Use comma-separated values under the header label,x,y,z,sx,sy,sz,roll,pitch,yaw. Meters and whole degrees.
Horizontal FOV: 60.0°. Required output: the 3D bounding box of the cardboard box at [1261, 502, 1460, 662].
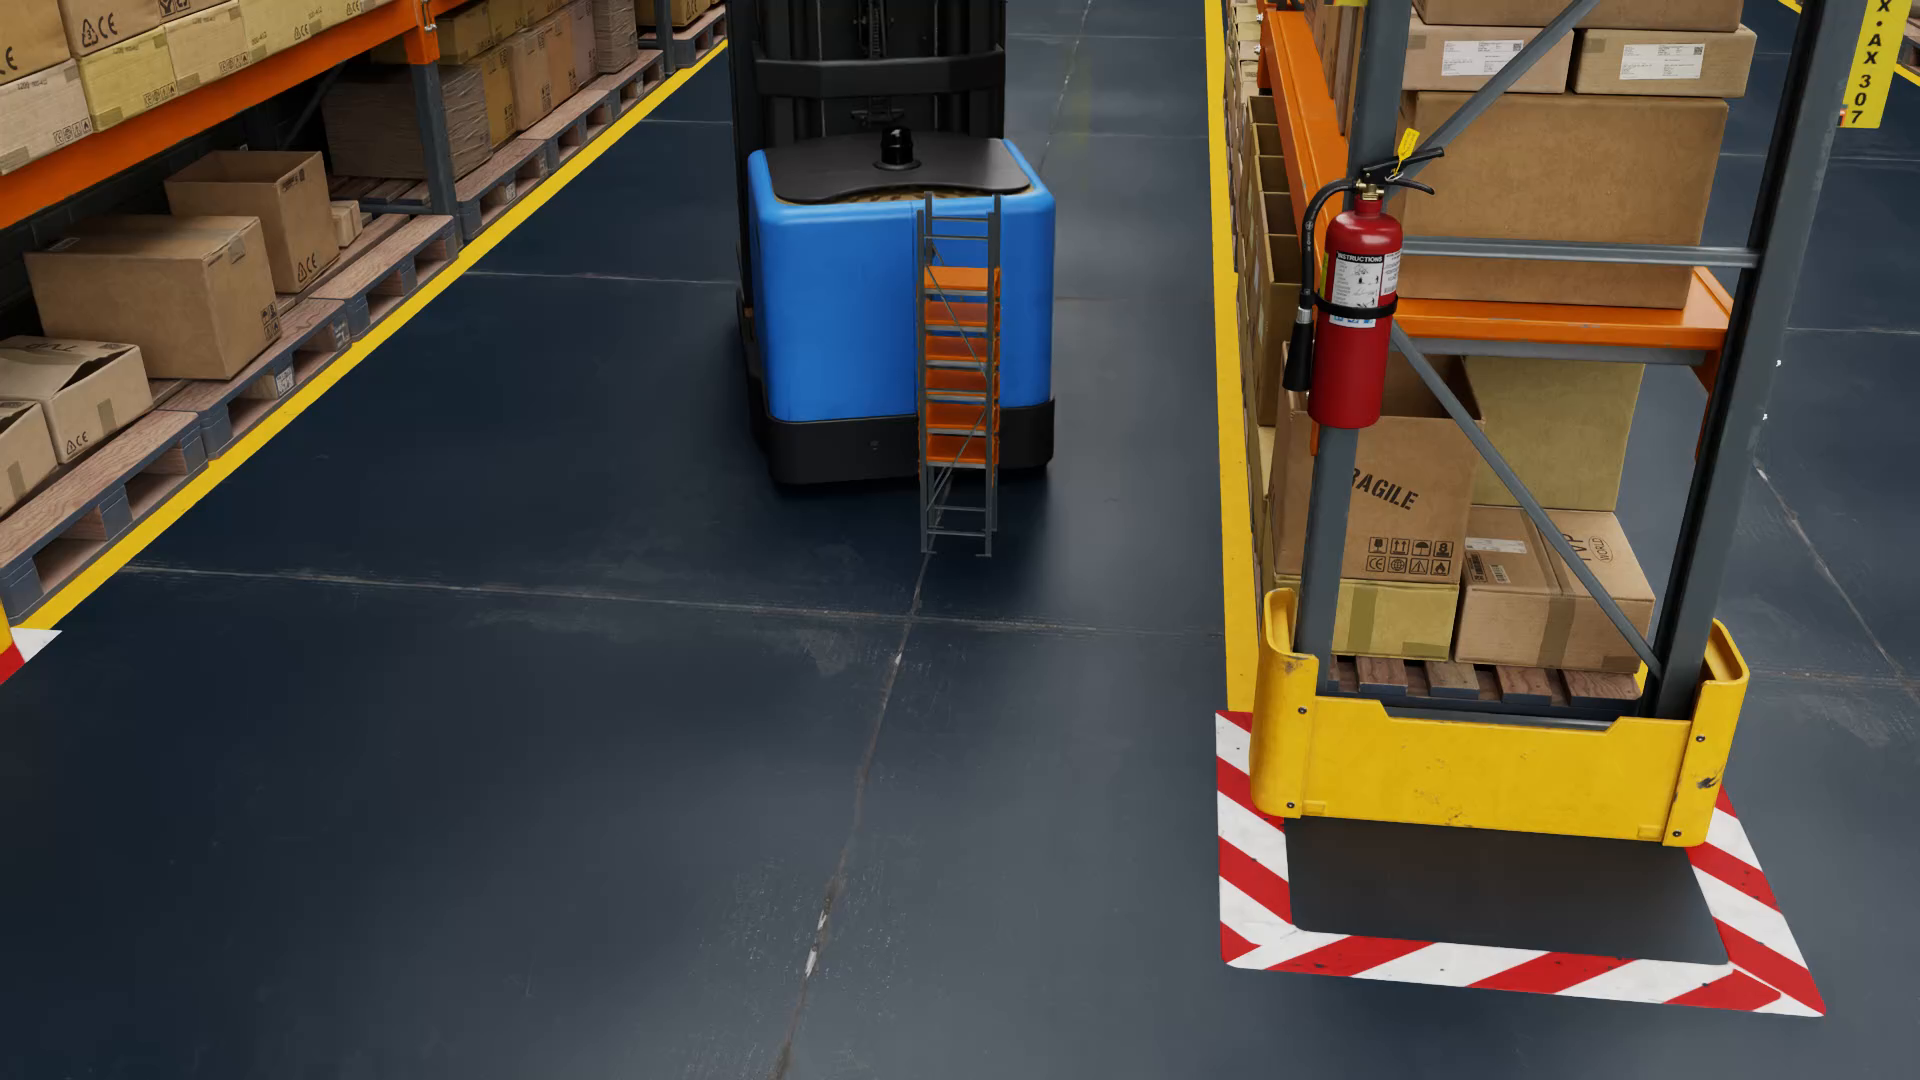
label,x,y,z,sx,sy,sz,roll,pitch,yaw
cardboard box,1.151,0.103,4.852,0.500,0.250,0.500,3,28,6

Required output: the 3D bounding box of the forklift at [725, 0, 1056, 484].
label,x,y,z,sx,sy,sz,roll,pitch,yaw
forklift,-0.406,-2.168,6.685,1.130,2.935,3.031,-5,29,-8

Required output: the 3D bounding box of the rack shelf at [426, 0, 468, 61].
label,x,y,z,sx,sy,sz,roll,pitch,yaw
rack shelf,-2.803,-3.446,9.743,1.077,0.370,4.000,3,28,6

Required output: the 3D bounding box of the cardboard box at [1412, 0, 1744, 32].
label,x,y,z,sx,sy,sz,roll,pitch,yaw
cardboard box,1.455,-1.512,3.920,0.700,0.500,0.500,3,29,6

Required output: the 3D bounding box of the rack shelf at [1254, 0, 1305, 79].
label,x,y,z,sx,sy,sz,roll,pitch,yaw
rack shelf,2.113,-3.160,9.212,1.077,0.370,4.000,3,28,6

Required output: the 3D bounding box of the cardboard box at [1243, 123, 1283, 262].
label,x,y,z,sx,sy,sz,roll,pitch,yaw
cardboard box,1.447,-1.404,6.859,0.500,0.500,0.500,3,28,6

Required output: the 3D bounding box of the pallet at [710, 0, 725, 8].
label,x,y,z,sx,sy,sz,roll,pitch,yaw
pallet,-2.235,-4.416,13.725,1.003,0.211,1.213,3,28,6

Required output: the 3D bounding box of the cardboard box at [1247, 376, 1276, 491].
label,x,y,z,sx,sy,sz,roll,pitch,yaw
cardboard box,1.260,-0.368,5.727,0.500,0.250,0.500,3,28,6

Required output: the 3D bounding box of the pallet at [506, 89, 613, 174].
label,x,y,z,sx,sy,sz,roll,pitch,yaw
pallet,-2.808,-2.536,10.235,1.003,0.211,1.213,3,28,6

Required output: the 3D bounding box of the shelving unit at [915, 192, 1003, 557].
label,x,y,z,sx,sy,sz,roll,pitch,yaw
shelving unit,-0.002,-0.521,5.453,0.258,1.200,0.189,3,28,6

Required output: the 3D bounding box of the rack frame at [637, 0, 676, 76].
label,x,y,z,sx,sy,sz,roll,pitch,yaw
rack frame,-2.558,-4.704,11.320,1.000,3.000,0.127,3,28,6

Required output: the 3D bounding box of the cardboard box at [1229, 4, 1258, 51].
label,x,y,z,sx,sy,sz,roll,pitch,yaw
cardboard box,1.947,-3.162,10.322,0.500,0.311,0.500,3,28,5

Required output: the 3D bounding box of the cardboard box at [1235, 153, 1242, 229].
label,x,y,z,sx,sy,sz,roll,pitch,yaw
cardboard box,1.631,-1.722,8.240,0.500,0.250,0.500,3,28,6

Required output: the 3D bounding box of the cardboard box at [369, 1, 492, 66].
label,x,y,z,sx,sy,sz,roll,pitch,yaw
cardboard box,-2.924,-2.800,9.165,0.500,0.250,0.500,3,28,5

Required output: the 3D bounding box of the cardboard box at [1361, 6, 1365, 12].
label,x,y,z,sx,sy,sz,roll,pitch,yaw
cardboard box,1.331,-1.535,4.647,0.380,0.149,0.250,4,29,7

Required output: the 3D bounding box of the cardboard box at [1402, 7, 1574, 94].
label,x,y,z,sx,sy,sz,roll,pitch,yaw
cardboard box,1.236,-1.173,3.975,0.380,0.149,0.250,3,28,5

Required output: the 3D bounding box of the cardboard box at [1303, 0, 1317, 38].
label,x,y,z,sx,sy,sz,roll,pitch,yaw
cardboard box,1.820,-2.370,6.881,0.700,0.500,0.500,3,28,5

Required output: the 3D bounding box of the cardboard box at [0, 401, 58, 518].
label,x,y,z,sx,sy,sz,roll,pitch,yaw
cardboard box,-3.364,-0.269,5.458,0.500,0.311,0.500,0,28,0

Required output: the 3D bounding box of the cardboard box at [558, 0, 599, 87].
label,x,y,z,sx,sy,sz,roll,pitch,yaw
cardboard box,-2.773,-3.220,10.736,0.700,0.500,0.500,3,28,6

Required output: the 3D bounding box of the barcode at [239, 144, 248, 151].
label,x,y,z,sx,sy,sz,roll,pitch,yaw
barcode,-3.353,-1.815,7.791,0.001,0.075,0.075,3,28,6

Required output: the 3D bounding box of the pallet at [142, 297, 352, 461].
label,x,y,z,sx,sy,sz,roll,pitch,yaw
pallet,-3.243,-0.700,6.826,1.003,0.211,1.213,3,28,6

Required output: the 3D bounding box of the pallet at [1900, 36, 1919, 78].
label,x,y,z,sx,sy,sz,roll,pitch,yaw
pallet,7.329,-3.275,11.606,1.003,0.211,1.213,3,28,6

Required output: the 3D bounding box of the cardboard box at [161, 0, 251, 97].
label,x,y,z,sx,sy,sz,roll,pitch,yaw
cardboard box,-2.982,-1.815,6.094,0.500,0.250,0.500,4,29,7

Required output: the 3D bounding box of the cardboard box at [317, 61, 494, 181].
label,x,y,z,sx,sy,sz,roll,pitch,yaw
cardboard box,-2.975,-2.262,8.958,0.700,0.500,0.500,4,29,8

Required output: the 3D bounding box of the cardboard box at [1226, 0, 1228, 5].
label,x,y,z,sx,sy,sz,roll,pitch,yaw
cardboard box,2.362,-4.456,13.031,0.500,0.500,0.500,2,28,4

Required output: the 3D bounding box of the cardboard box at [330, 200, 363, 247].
label,x,y,z,sx,sy,sz,roll,pitch,yaw
cardboard box,-3.084,-1.514,7.922,0.380,0.166,0.250,0,28,0

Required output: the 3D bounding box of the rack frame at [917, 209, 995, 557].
label,x,y,z,sx,sy,sz,roll,pitch,yaw
rack frame,-0.013,-0.478,5.373,0.240,1.200,0.006,3,28,6

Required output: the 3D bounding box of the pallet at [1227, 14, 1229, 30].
label,x,y,z,sx,sy,sz,roll,pitch,yaw
pallet,2.639,-4.112,13.161,1.003,0.211,1.213,3,28,6

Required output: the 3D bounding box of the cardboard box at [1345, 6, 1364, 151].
label,x,y,z,sx,sy,sz,roll,pitch,yaw
cardboard box,1.574,-1.396,5.074,0.700,0.500,0.500,4,29,7

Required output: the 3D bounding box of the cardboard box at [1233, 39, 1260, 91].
label,x,y,z,sx,sy,sz,roll,pitch,yaw
cardboard box,1.820,-2.680,9.428,0.500,0.311,0.500,3,28,6

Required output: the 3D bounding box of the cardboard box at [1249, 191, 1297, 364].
label,x,y,z,sx,sy,sz,roll,pitch,yaw
cardboard box,1.319,-0.934,5.986,0.500,0.500,0.500,3,28,6

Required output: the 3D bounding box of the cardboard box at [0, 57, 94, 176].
label,x,y,z,sx,sy,sz,roll,pitch,yaw
cardboard box,-3.114,-1.338,5.208,0.500,0.250,0.500,2,28,5

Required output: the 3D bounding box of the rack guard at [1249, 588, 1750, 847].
label,x,y,z,sx,sy,sz,roll,pitch,yaw
rack guard,1.375,0.459,4.370,1.175,0.500,0.348,3,28,6

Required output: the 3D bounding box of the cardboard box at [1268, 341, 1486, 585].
label,x,y,z,sx,sy,sz,roll,pitch,yaw
cardboard box,1.149,-0.227,4.674,0.500,0.500,0.500,3,28,6

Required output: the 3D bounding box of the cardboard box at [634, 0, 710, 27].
label,x,y,z,sx,sy,sz,roll,pitch,yaw
cardboard box,-2.338,-4.281,12.358,0.750,0.750,0.750,3,28,6

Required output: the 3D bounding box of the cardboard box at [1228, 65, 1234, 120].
label,x,y,z,sx,sy,sz,roll,pitch,yaw
cardboard box,1.884,-2.681,10.021,0.500,0.250,0.500,3,28,5

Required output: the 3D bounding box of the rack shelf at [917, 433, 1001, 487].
label,x,y,z,sx,sy,sz,roll,pitch,yaw
rack shelf,-0.002,-0.271,5.588,0.258,0.103,0.180,3,28,6

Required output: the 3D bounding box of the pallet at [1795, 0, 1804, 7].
label,x,y,z,sx,sy,sz,roll,pitch,yaw
pallet,7.628,-4.423,13.738,1.003,0.211,1.213,3,28,6

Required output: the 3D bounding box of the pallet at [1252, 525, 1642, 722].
label,x,y,z,sx,sy,sz,roll,pitch,yaw
pallet,1.430,0.213,5.133,1.003,0.211,1.213,3,28,6

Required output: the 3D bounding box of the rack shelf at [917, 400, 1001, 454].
label,x,y,z,sx,sy,sz,roll,pitch,yaw
rack shelf,-0.002,-0.377,5.531,0.258,0.103,0.180,3,28,6

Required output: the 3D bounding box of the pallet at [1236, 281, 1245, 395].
label,x,y,z,sx,sy,sz,roll,pitch,yaw
pallet,1.729,-0.936,7.265,1.003,0.211,1.213,3,28,6

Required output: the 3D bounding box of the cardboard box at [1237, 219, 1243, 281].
label,x,y,z,sx,sy,sz,roll,pitch,yaw
cardboard box,1.511,-1.309,7.474,0.500,0.250,0.500,3,28,6

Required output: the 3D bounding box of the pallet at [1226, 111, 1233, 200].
label,x,y,z,sx,sy,sz,roll,pitch,yaw
pallet,2.067,-2.233,9.672,1.003,0.211,1.213,3,28,6

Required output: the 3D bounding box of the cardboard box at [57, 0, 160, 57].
label,x,y,z,sx,sy,sz,roll,pitch,yaw
cardboard box,-3.042,-1.894,5.449,0.500,0.500,0.500,2,28,5

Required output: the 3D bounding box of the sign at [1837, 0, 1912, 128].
label,x,y,z,sx,sy,sz,roll,pitch,yaw
sign,1.928,-1.033,3.509,0.100,0.325,0.005,3,28,6

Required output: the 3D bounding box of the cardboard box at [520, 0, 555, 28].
label,x,y,z,sx,sy,sz,roll,pitch,yaw
cardboard box,-2.785,-3.279,10.054,0.500,0.250,0.500,3,28,6

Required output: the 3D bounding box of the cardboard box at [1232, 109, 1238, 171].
label,x,y,z,sx,sy,sz,roll,pitch,yaw
cardboard box,1.757,-2.201,9.128,0.500,0.250,0.500,4,29,7

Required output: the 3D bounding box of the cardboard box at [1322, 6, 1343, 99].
label,x,y,z,sx,sy,sz,roll,pitch,yaw
cardboard box,1.697,-1.886,5.982,0.700,0.500,0.500,4,29,7

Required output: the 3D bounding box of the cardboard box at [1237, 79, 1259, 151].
label,x,y,z,sx,sy,sz,roll,pitch,yaw
cardboard box,1.691,-2.209,8.553,0.500,0.311,0.500,4,29,8

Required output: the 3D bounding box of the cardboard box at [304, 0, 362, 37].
label,x,y,z,sx,sy,sz,roll,pitch,yaw
cardboard box,-2.875,-2.290,6.974,0.500,0.250,0.500,3,29,6

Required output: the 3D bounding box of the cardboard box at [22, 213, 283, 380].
label,x,y,z,sx,sy,sz,roll,pitch,yaw
cardboard box,-3.155,-0.963,6.547,0.700,0.500,0.500,2,28,3

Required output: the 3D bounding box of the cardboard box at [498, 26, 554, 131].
label,x,y,z,sx,sy,sz,roll,pitch,yaw
cardboard box,-2.859,-2.746,9.856,0.700,0.500,0.500,4,29,7

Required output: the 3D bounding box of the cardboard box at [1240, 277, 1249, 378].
label,x,y,z,sx,sy,sz,roll,pitch,yaw
cardboard box,1.378,-0.839,6.601,0.500,0.250,0.500,3,28,6

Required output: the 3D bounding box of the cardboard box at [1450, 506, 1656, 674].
label,x,y,z,sx,sy,sz,roll,pitch,yaw
cardboard box,1.665,0.134,4.796,0.500,0.250,0.500,3,28,6

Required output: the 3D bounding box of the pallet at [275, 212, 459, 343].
label,x,y,z,sx,sy,sz,roll,pitch,yaw
pallet,-3.096,-1.276,7.895,1.003,0.211,1.213,3,28,6

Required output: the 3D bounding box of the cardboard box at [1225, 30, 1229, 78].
label,x,y,z,sx,sy,sz,roll,pitch,yaw
cardboard box,2.003,-3.163,10.915,0.500,0.250,0.500,3,28,6

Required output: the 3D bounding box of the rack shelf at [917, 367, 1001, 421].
label,x,y,z,sx,sy,sz,roll,pitch,yaw
rack shelf,-0.002,-0.482,5.474,0.258,0.103,0.180,3,28,6
